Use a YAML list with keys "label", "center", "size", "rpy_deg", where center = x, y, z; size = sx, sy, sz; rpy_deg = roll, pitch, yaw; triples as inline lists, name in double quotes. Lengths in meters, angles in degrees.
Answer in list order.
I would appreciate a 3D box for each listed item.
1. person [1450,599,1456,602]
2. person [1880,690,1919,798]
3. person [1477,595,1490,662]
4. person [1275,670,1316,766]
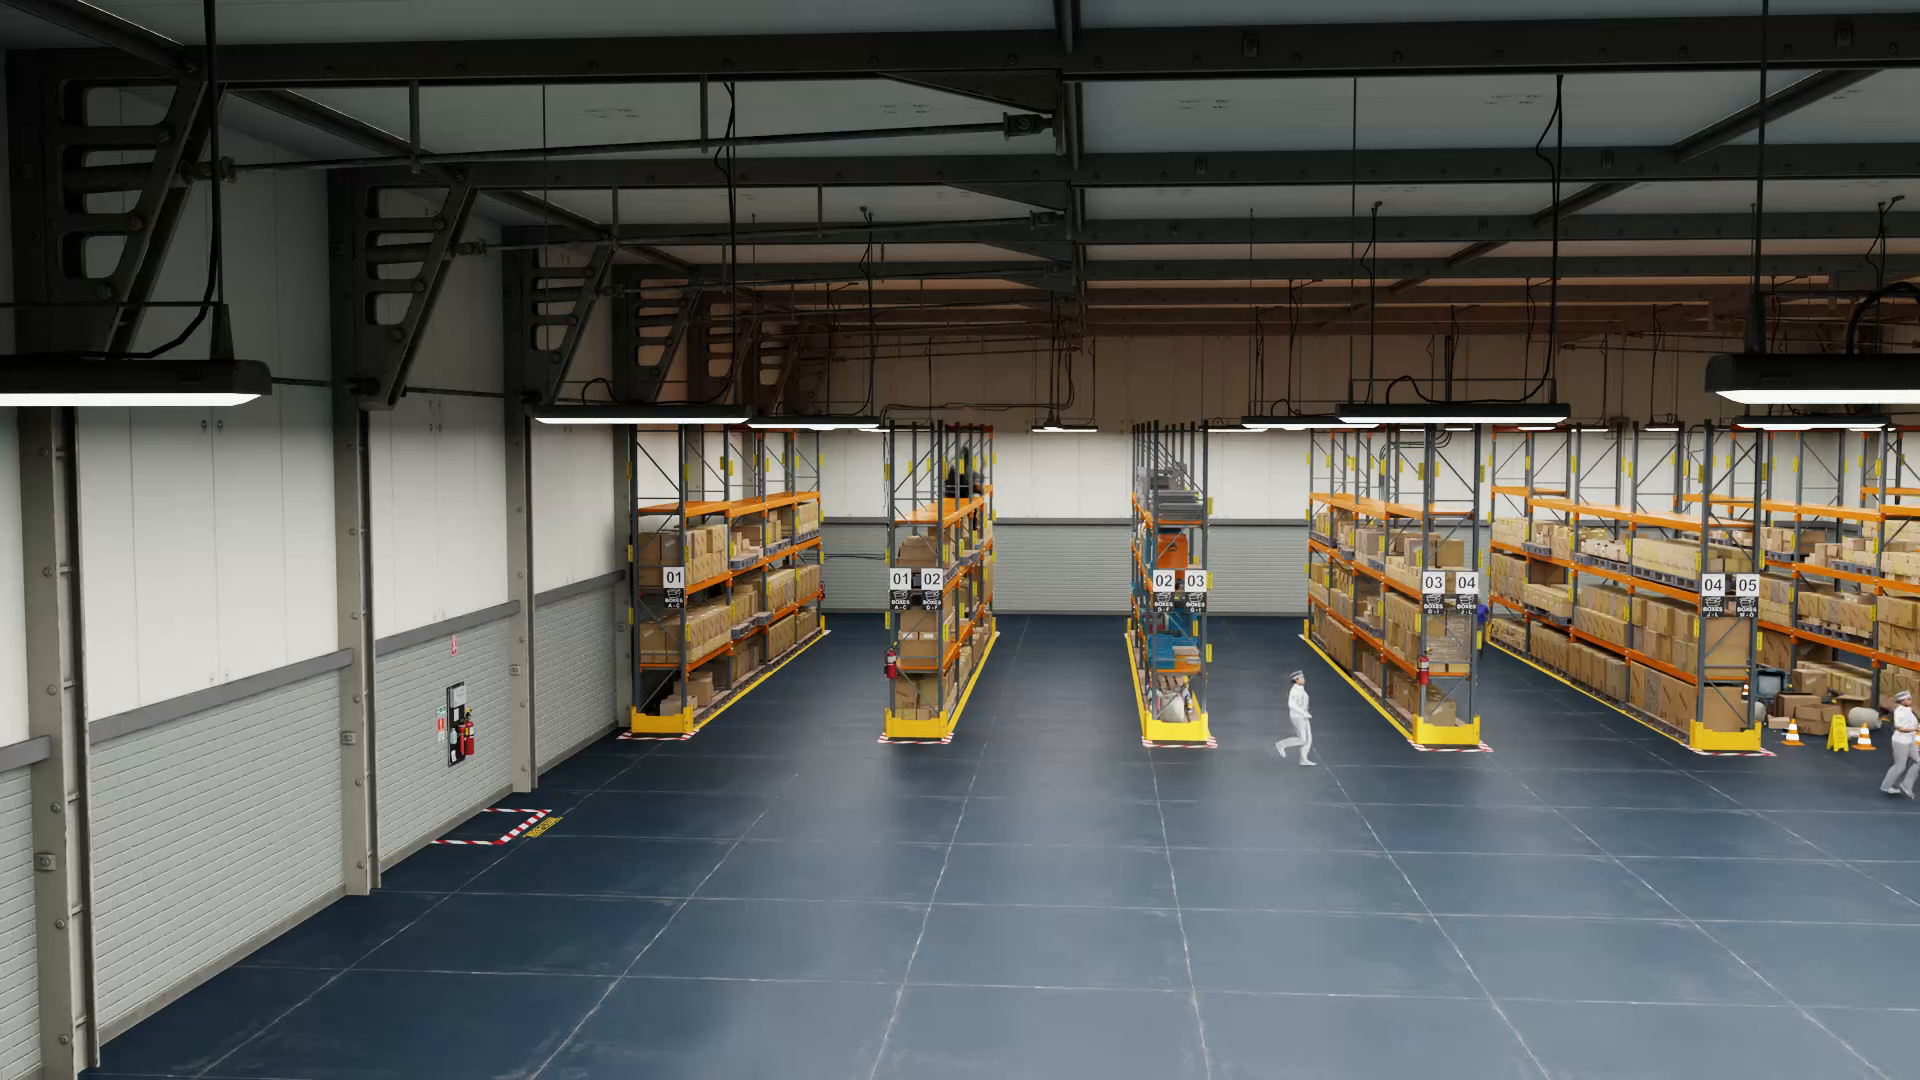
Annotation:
- label: "person"
  center: [13.455, 1.990, 45.674]
  size: [0.560, 1.688, 0.864]
  rpy_deg: [1, 4, 20]
- label: "person"
  center: [14.924, 3.225, 26.227]
  size: [0.554, 1.737, 0.672]
  rpy_deg: [-3, 5, -40]
- label: "person"
  center: [13.146, 2.252, 42.146]
  size: [0.589, 1.717, 0.723]
  rpy_deg: [1, 4, 9]
- label: "person"
  center: [5.841, 3.068, 28.821]
  size: [0.701, 1.661, 0.612]
  rpy_deg: [2, 4, 24]
